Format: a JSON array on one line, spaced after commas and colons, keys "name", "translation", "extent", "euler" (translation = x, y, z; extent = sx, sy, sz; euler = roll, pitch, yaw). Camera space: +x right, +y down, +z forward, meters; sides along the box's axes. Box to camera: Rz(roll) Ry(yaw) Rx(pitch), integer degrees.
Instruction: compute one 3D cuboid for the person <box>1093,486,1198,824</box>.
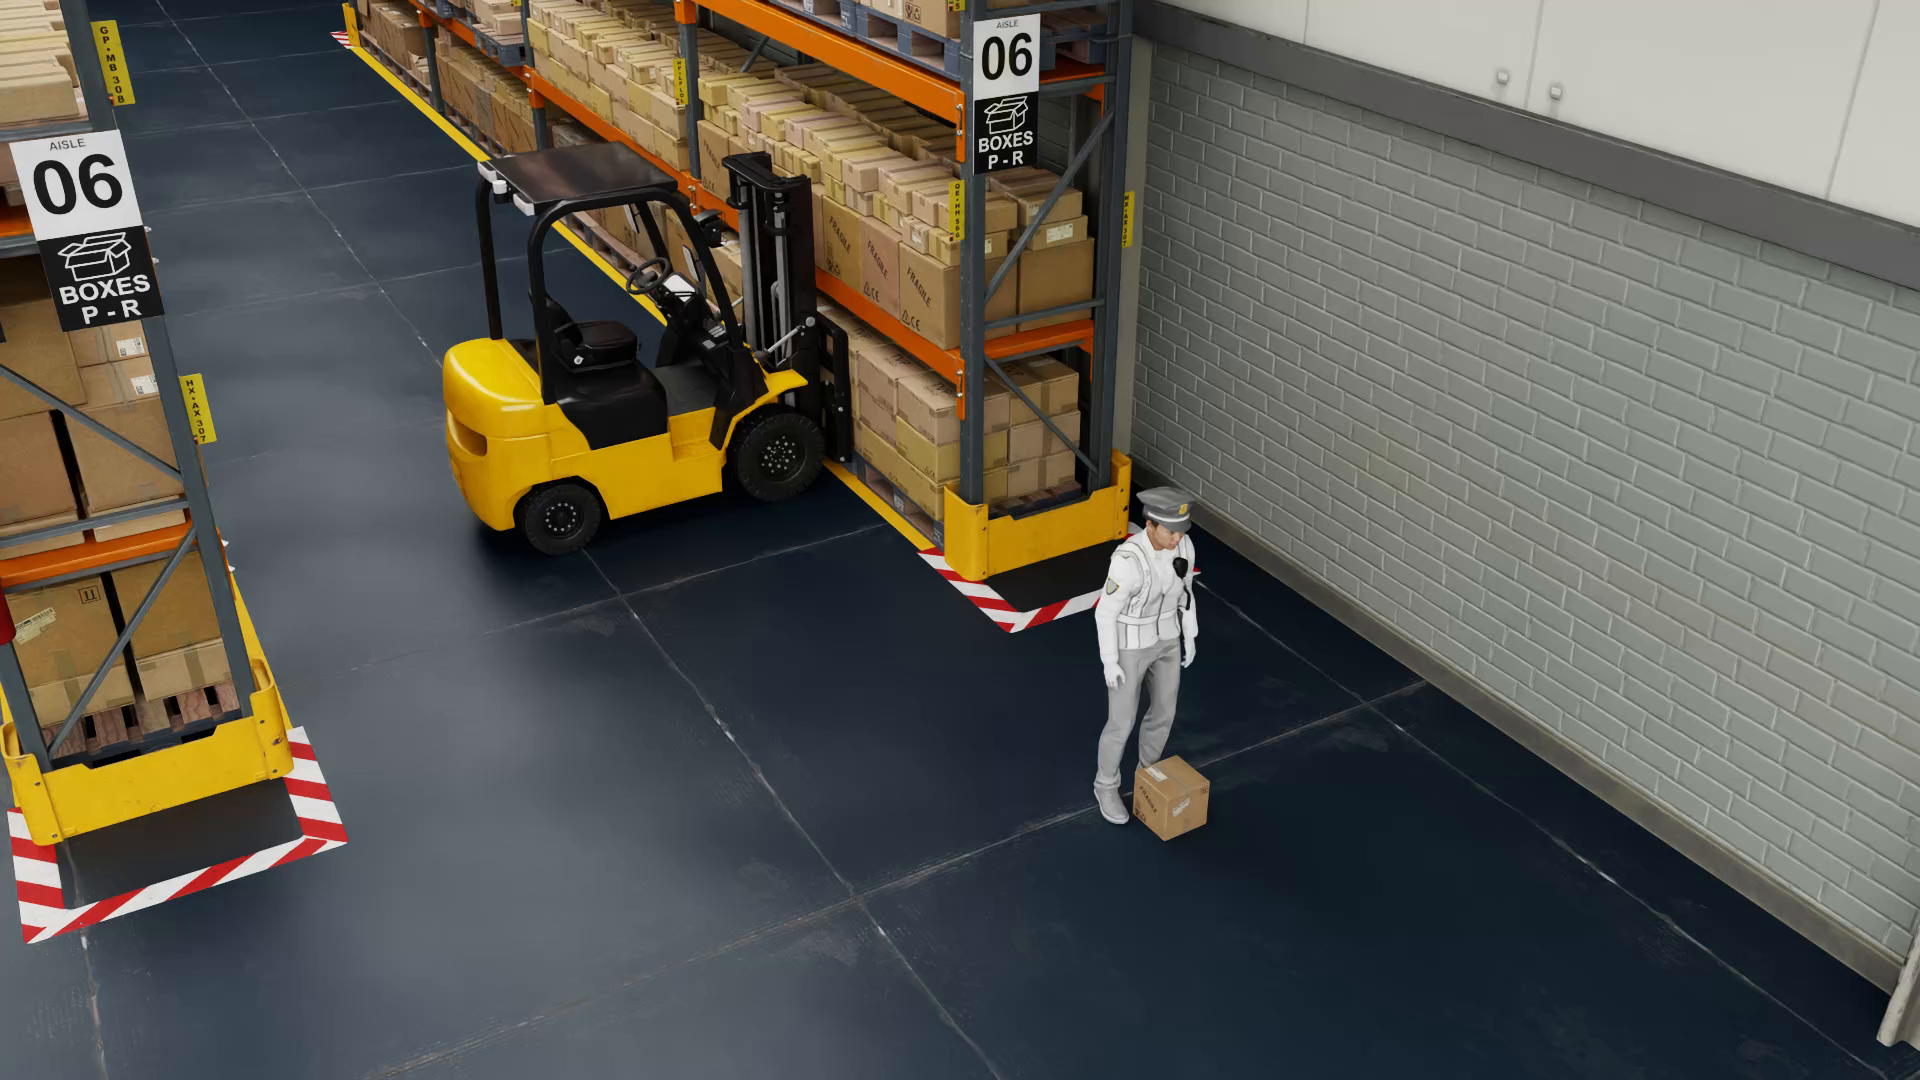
[{"name": "person", "translation": [0.862, 0.498, 7.658], "extent": [0.529, 1.664, 0.371], "euler": [-16, 33, -26]}]
